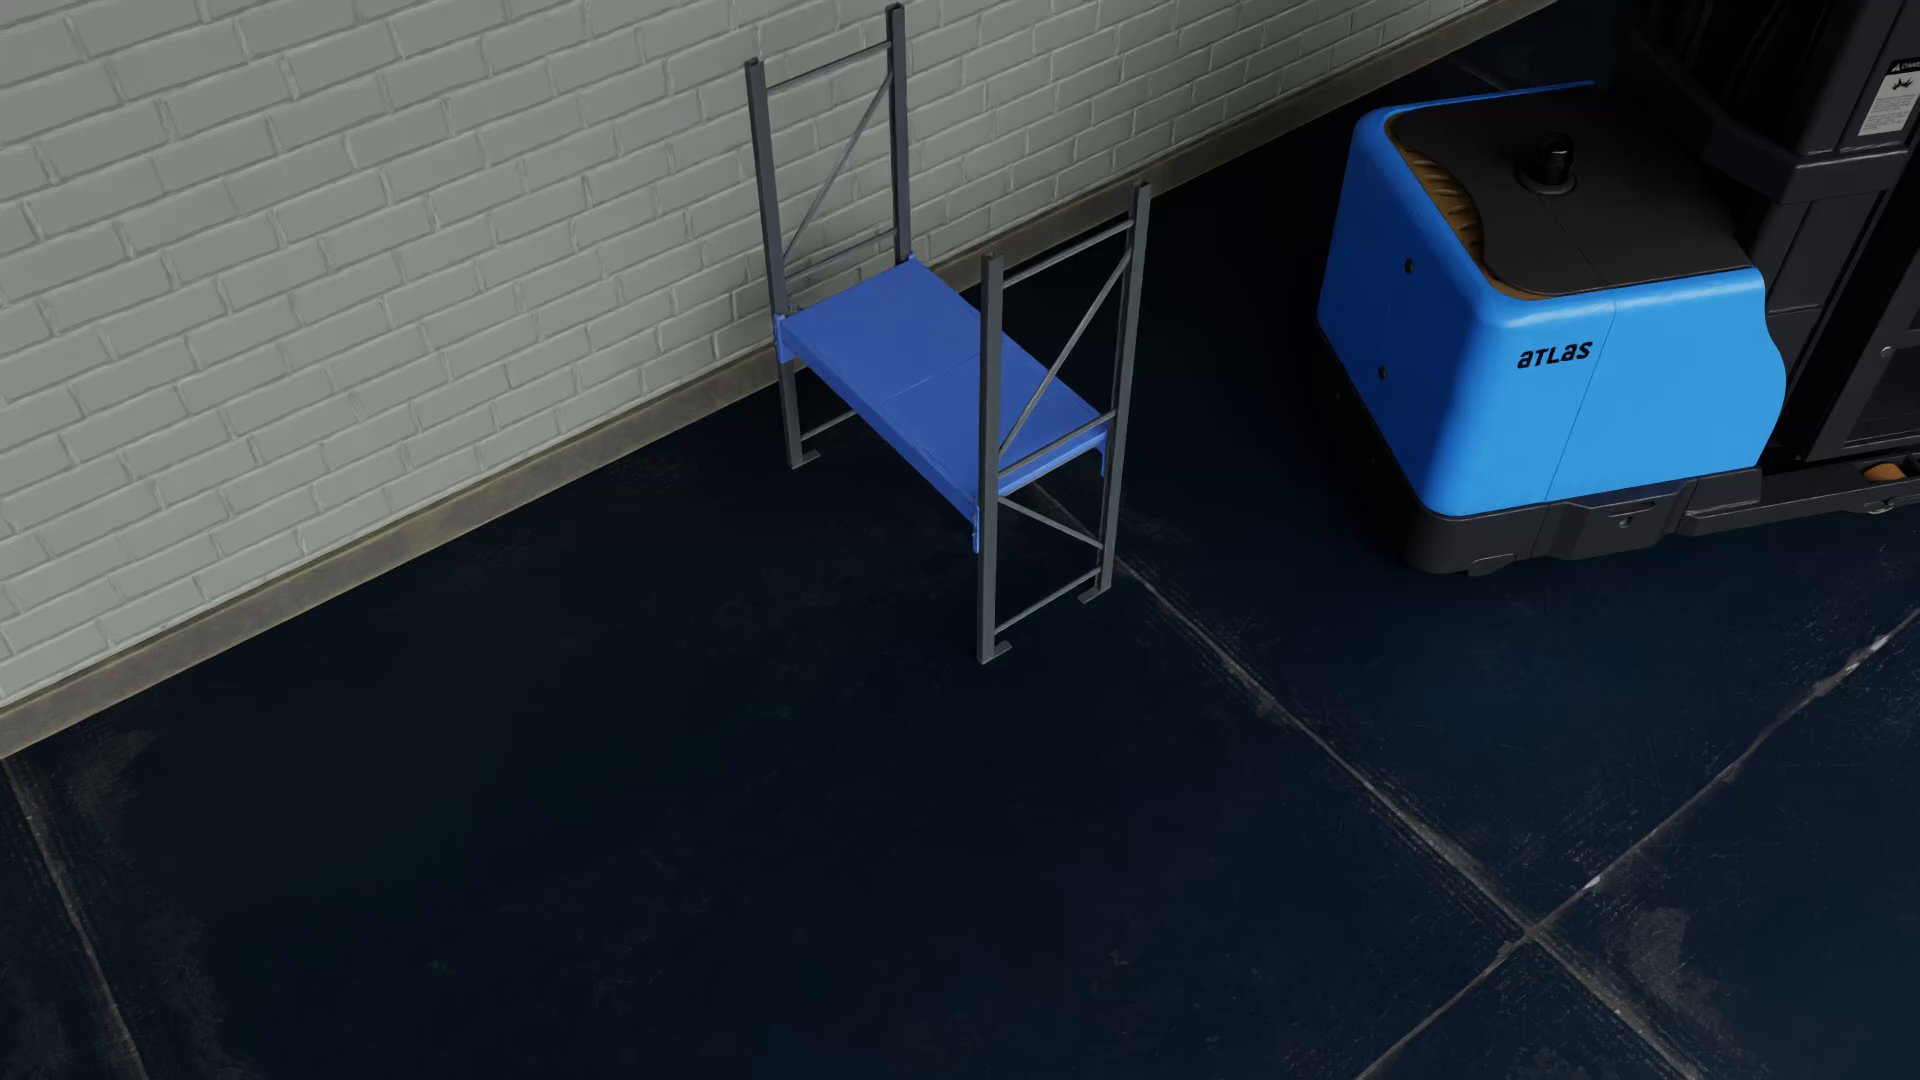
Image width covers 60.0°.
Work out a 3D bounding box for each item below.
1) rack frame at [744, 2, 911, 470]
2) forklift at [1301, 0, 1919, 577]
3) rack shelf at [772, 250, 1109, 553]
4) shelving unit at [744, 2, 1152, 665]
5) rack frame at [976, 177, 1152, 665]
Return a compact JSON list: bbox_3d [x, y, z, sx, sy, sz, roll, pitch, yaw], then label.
[{"bbox_3d":[-0.359,-0.854,5.012,0.500,1.500,0.032,-29,54,-24],"label":"rack frame"},{"bbox_3d":[2.736,-1.443,4.580,3.031,2.935,1.130,-10,49,-9],"label":"forklift"},{"bbox_3d":[-0.052,-0.433,4.873,0.538,0.185,1.000,-29,54,-24],"label":"rack shelf"},{"bbox_3d":[-0.052,-0.554,4.740,0.538,1.500,1.048,-29,54,-24],"label":"shelving unit"},{"bbox_3d":[0.256,-0.254,4.468,0.500,1.500,0.032,-29,54,-24],"label":"rack frame"}]
